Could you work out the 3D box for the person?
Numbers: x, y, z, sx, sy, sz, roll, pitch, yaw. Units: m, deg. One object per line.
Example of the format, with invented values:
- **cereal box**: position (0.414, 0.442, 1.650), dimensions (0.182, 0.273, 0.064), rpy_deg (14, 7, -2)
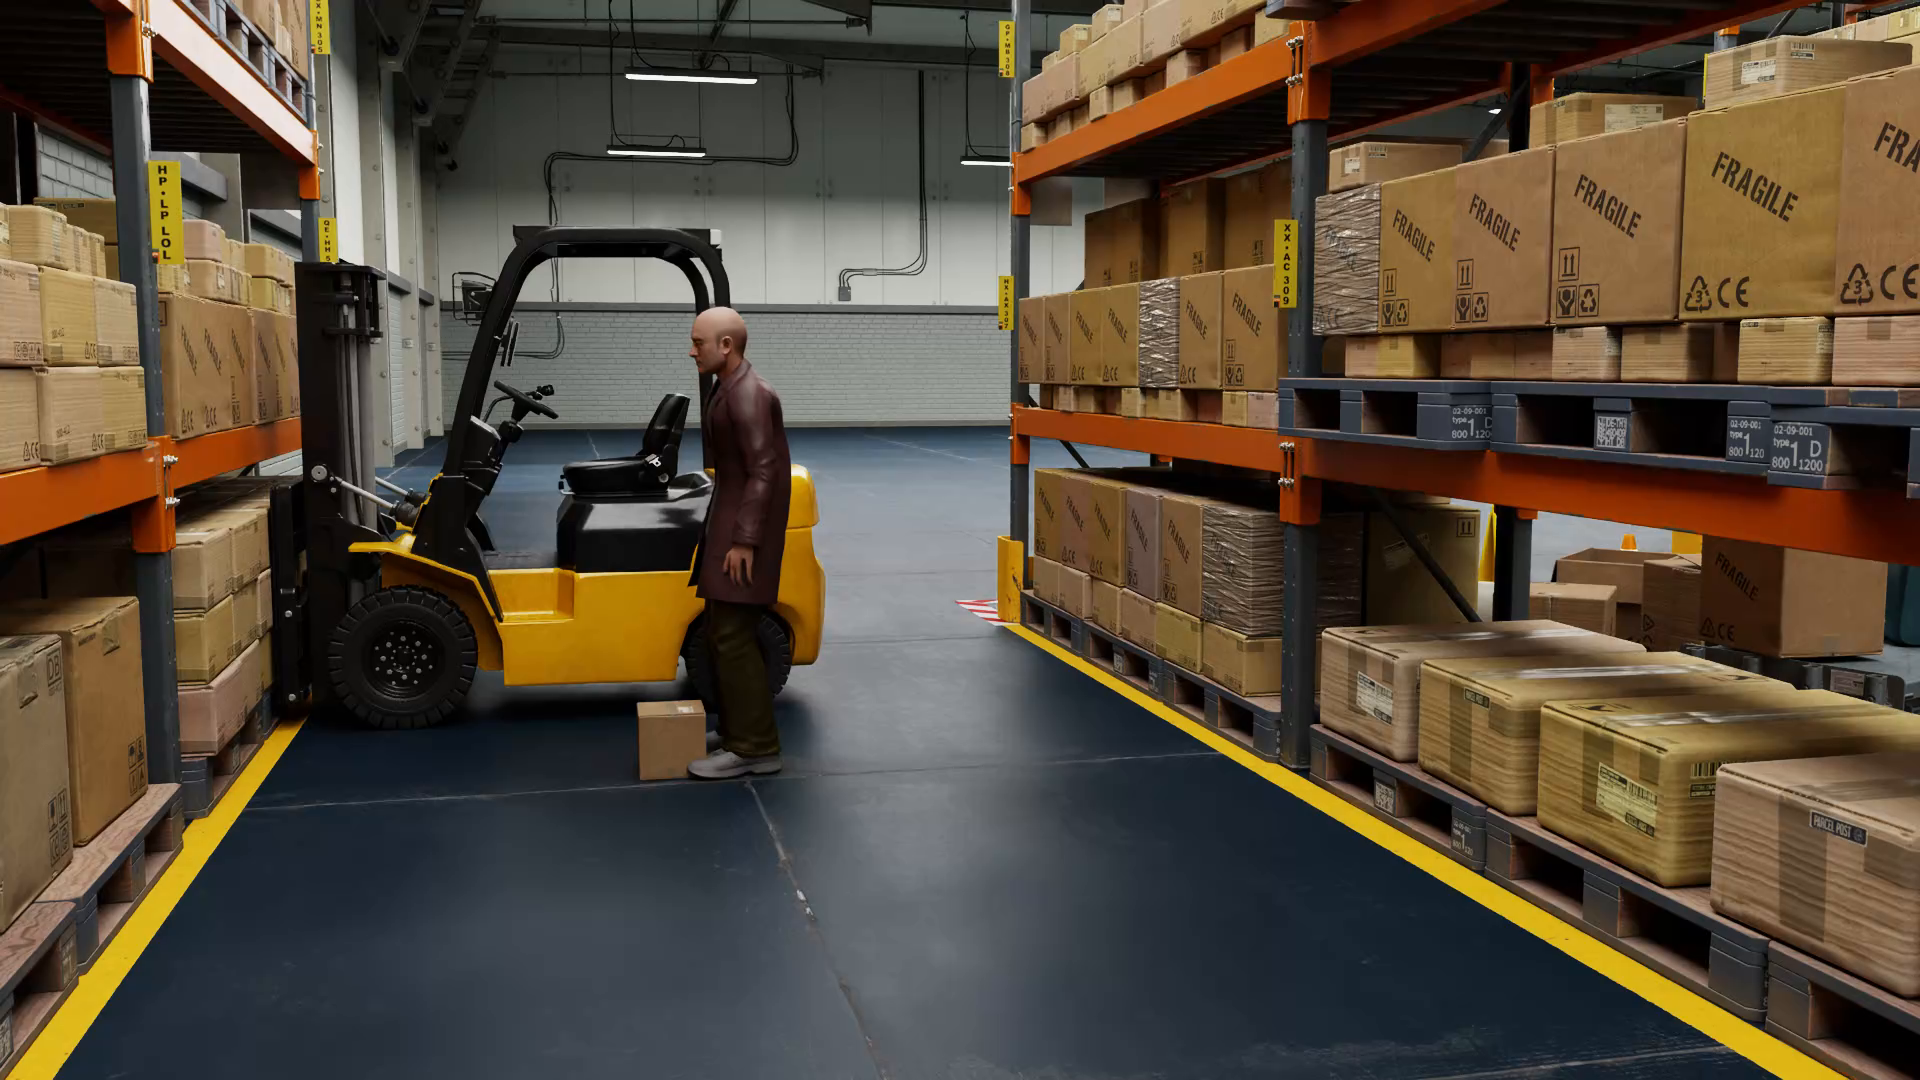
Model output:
- **person**: position (-0.865, 0.002, 6.367), dimensions (0.429, 1.772, 0.644), rpy_deg (-2, 6, -17)
